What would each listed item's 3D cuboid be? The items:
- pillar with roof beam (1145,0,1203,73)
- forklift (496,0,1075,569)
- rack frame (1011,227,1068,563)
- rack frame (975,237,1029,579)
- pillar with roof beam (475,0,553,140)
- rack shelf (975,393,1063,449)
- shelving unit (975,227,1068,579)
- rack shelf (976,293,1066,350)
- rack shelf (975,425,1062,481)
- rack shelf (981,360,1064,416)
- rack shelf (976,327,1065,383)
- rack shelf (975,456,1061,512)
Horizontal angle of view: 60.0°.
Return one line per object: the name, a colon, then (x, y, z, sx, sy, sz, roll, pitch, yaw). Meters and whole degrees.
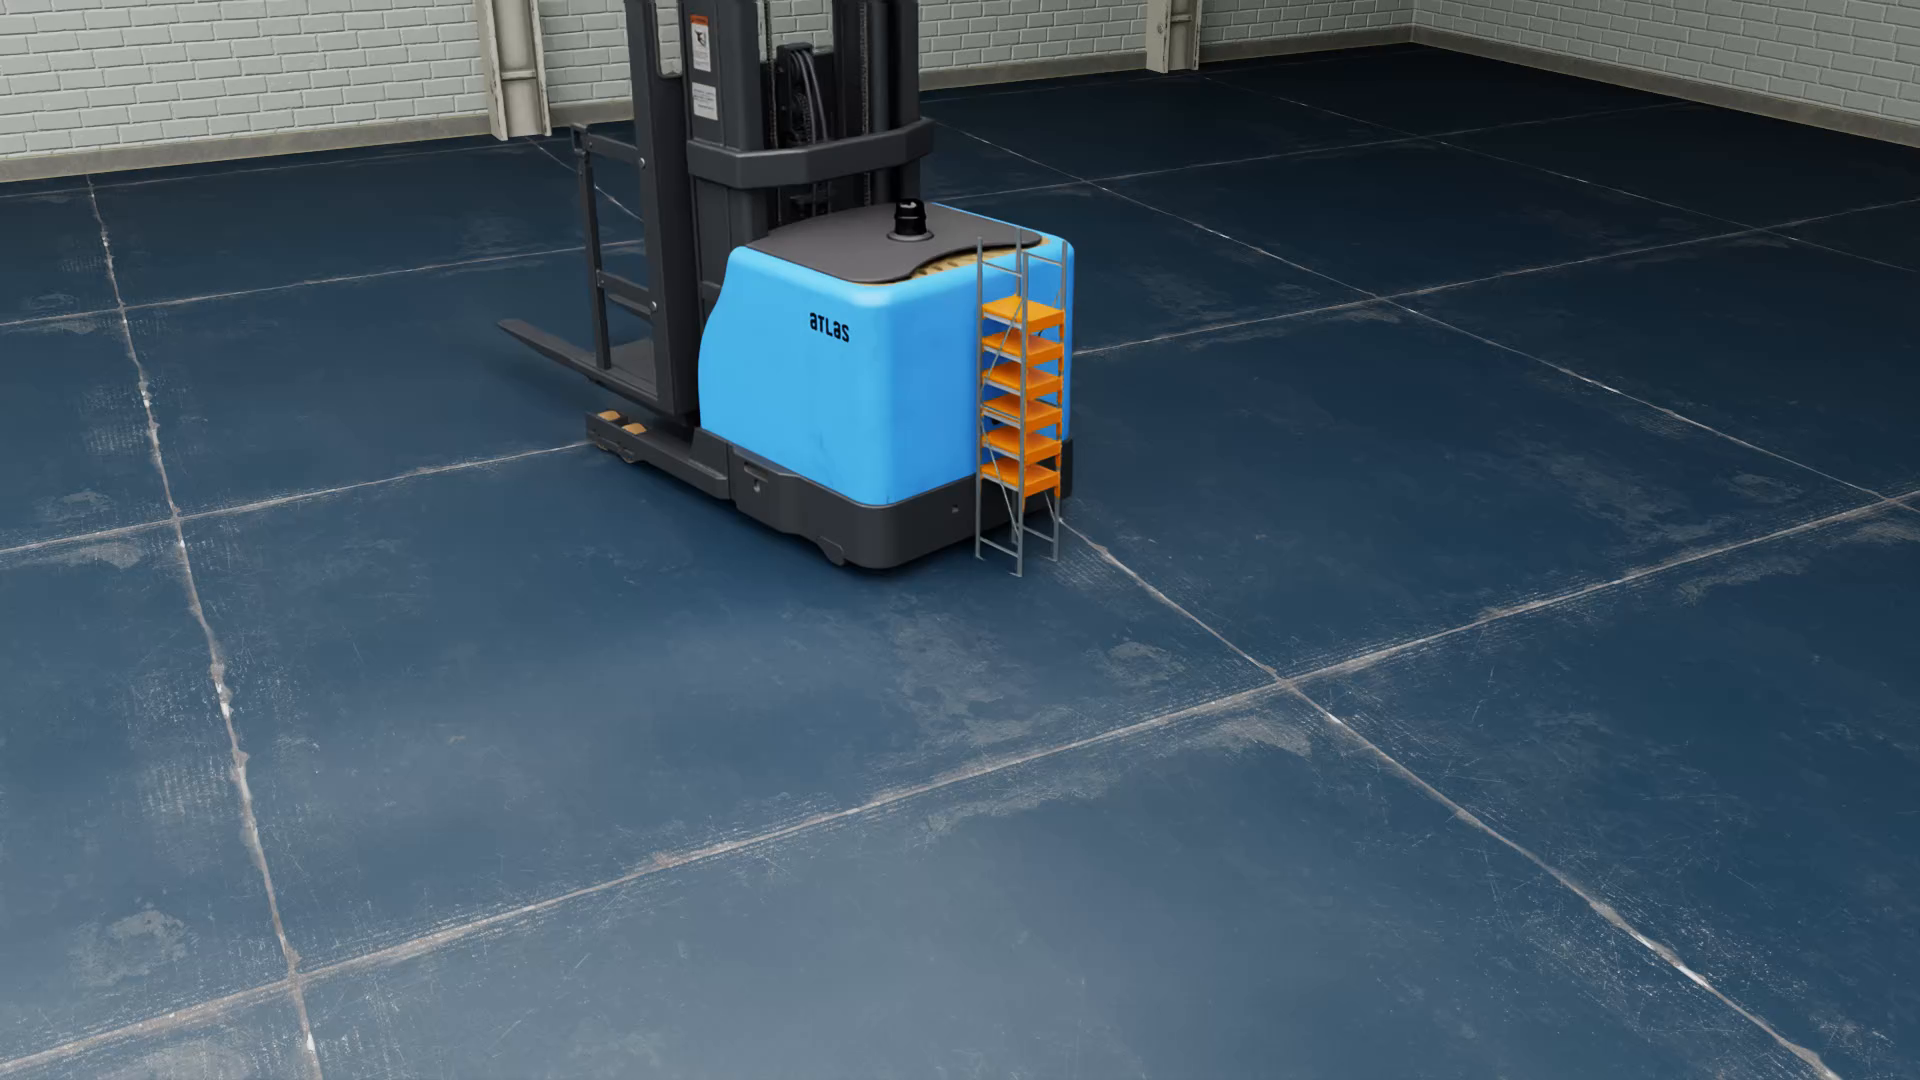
pillar with roof beam: (3.967, -6.739, 9.889, 0.400, 9.000, 9.100, -13, 29, -25)
forklift: (-0.933, -1.772, 6.554, 1.130, 2.935, 3.031, -22, 33, -38)
rack frame: (0.275, -0.494, 5.892, 0.006, 1.200, 0.240, -22, 33, -38)
rack frame: (0.140, -0.441, 5.780, 0.006, 1.200, 0.240, -22, 33, -38)
pillar with roof beam: (-1.327, -5.517, 7.344, 0.400, 9.000, 9.100, -13, 29, -25)
rack shelf: (0.208, -0.427, 5.856, 0.180, 0.103, 0.258, -22, 33, -38)
shelving unit: (0.208, -0.467, 5.836, 0.189, 1.200, 0.258, -22, 33, -38)
rack shelf: (0.208, -0.752, 5.699, 0.180, 0.103, 0.258, -22, 33, -38)
rack shelf: (0.208, -0.319, 5.908, 0.180, 0.103, 0.258, -22, 33, -38)
rack shelf: (0.208, -0.535, 5.803, 0.180, 0.103, 0.258, -22, 33, -38)
rack shelf: (0.208, -0.643, 5.751, 0.180, 0.103, 0.258, -22, 33, -38)
rack shelf: (0.207, -0.211, 5.960, 0.180, 0.103, 0.258, -22, 33, -38)
